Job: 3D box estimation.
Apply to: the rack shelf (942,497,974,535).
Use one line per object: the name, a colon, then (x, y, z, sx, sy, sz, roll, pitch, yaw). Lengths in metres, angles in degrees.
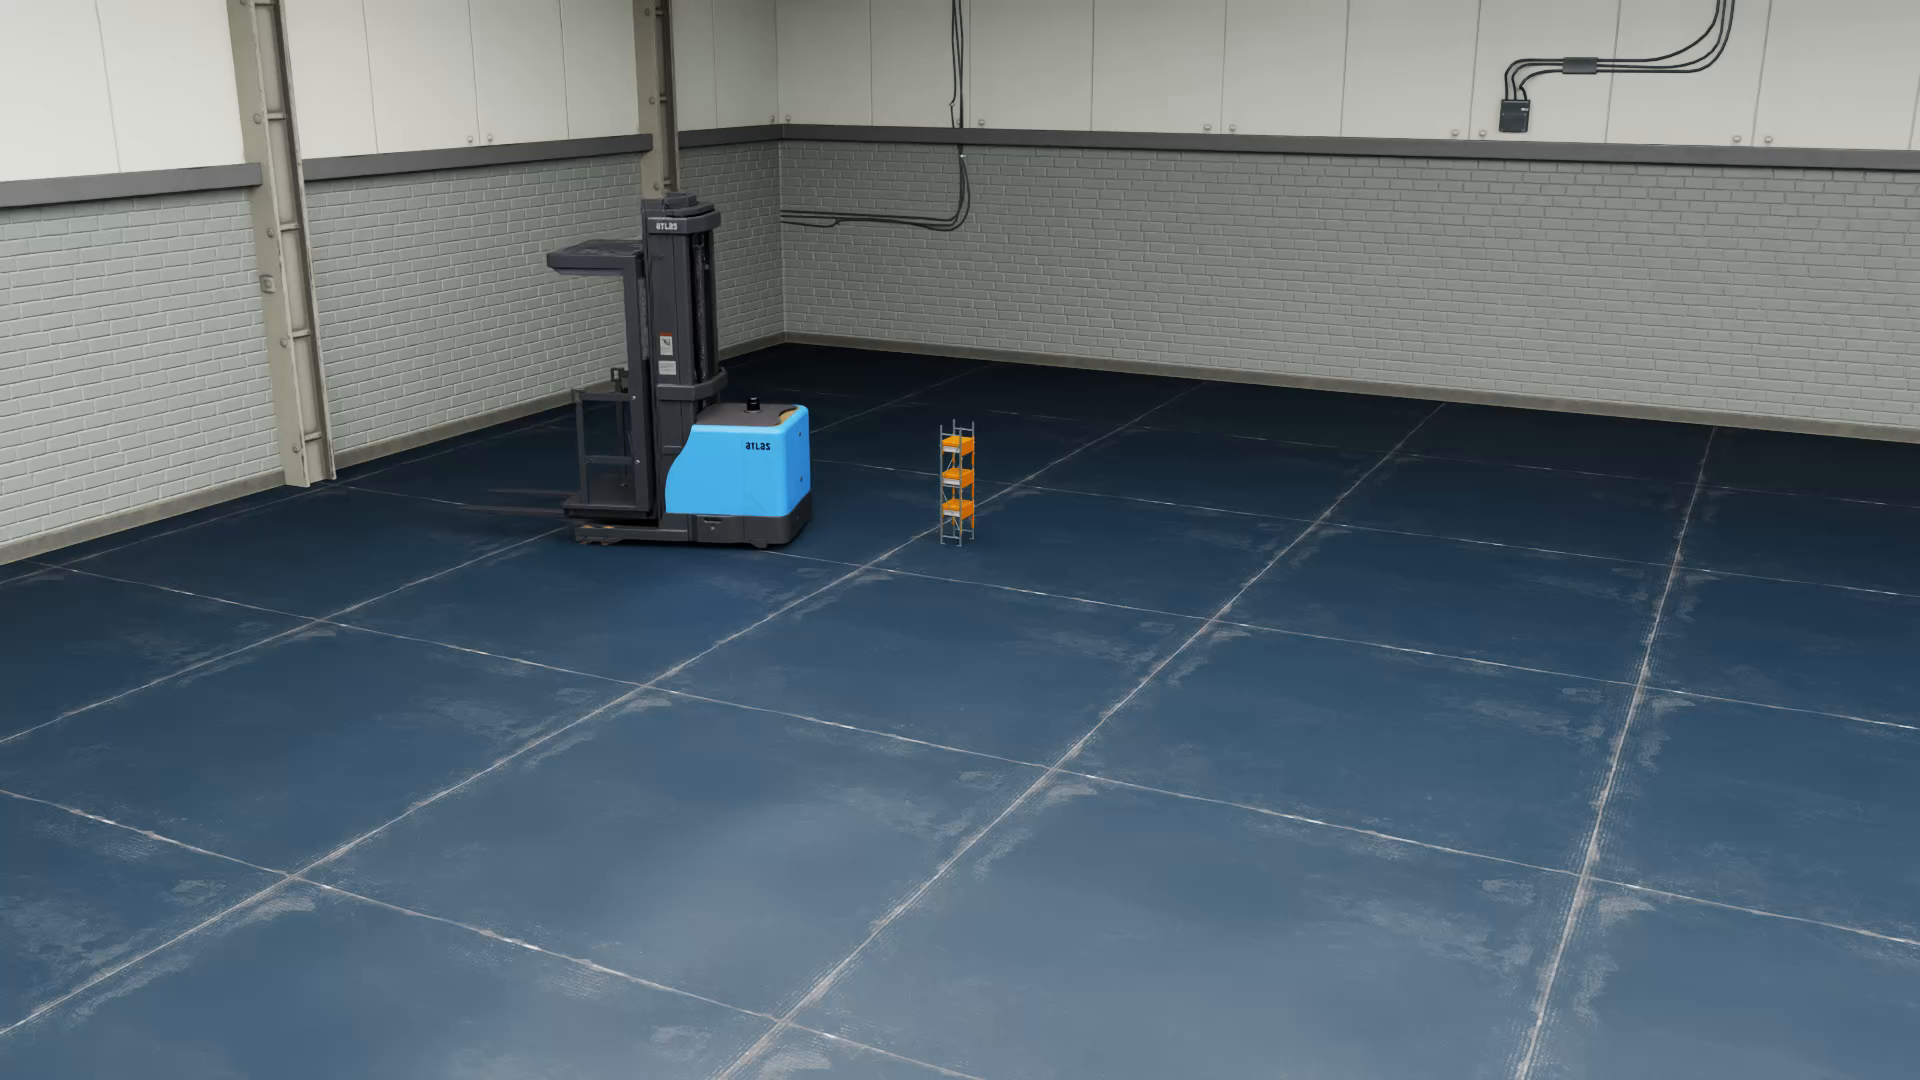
rack shelf: (-0.024, -0.213, 14.411, 0.215, 0.259, 0.240, 8, 18, 25)

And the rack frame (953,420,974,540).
rack frame: (0.031, -0.521, 14.434, 0.200, 1.050, 0.008, 8, 18, 25)

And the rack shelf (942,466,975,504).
rack shelf: (-0.024, -0.479, 14.332, 0.215, 0.259, 0.240, 8, 18, 25)

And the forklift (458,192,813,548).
forklift: (-2.893, -1.504, 14.441, 3.031, 2.935, 1.130, 2, 17, 8)

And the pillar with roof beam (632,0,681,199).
pillar with roof beam: (0.090, -5.878, 18.511, 9.100, 9.000, 0.400, 8, 18, 25)

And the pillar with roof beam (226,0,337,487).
pillar with roof beam: (-2.591, -4.350, 13.366, 9.100, 9.000, 0.400, 8, 18, 25)

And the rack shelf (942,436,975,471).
rack shelf: (-0.024, -0.752, 14.251, 0.215, 0.259, 0.240, 8, 18, 25)

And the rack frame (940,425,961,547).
rack frame: (-0.078, -0.459, 14.224, 0.200, 1.050, 0.008, 8, 18, 25)

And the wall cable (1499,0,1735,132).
wall cable: (7.224, -7.427, 17.751, 2.305, 6.003, 0.169, 8, 18, 25)

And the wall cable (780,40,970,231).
wall cable: (-1.262, -5.520, 22.757, 3.097, 2.526, 0.112, 8, 18, 25)

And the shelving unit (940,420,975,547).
shelving unit: (-0.024, -0.490, 14.329, 0.215, 1.050, 0.252, 8, 18, 25)

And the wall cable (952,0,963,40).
wall cable: (1.158, -7.597, 20.879, 3.097, 2.526, 0.112, 8, 18, 25)
